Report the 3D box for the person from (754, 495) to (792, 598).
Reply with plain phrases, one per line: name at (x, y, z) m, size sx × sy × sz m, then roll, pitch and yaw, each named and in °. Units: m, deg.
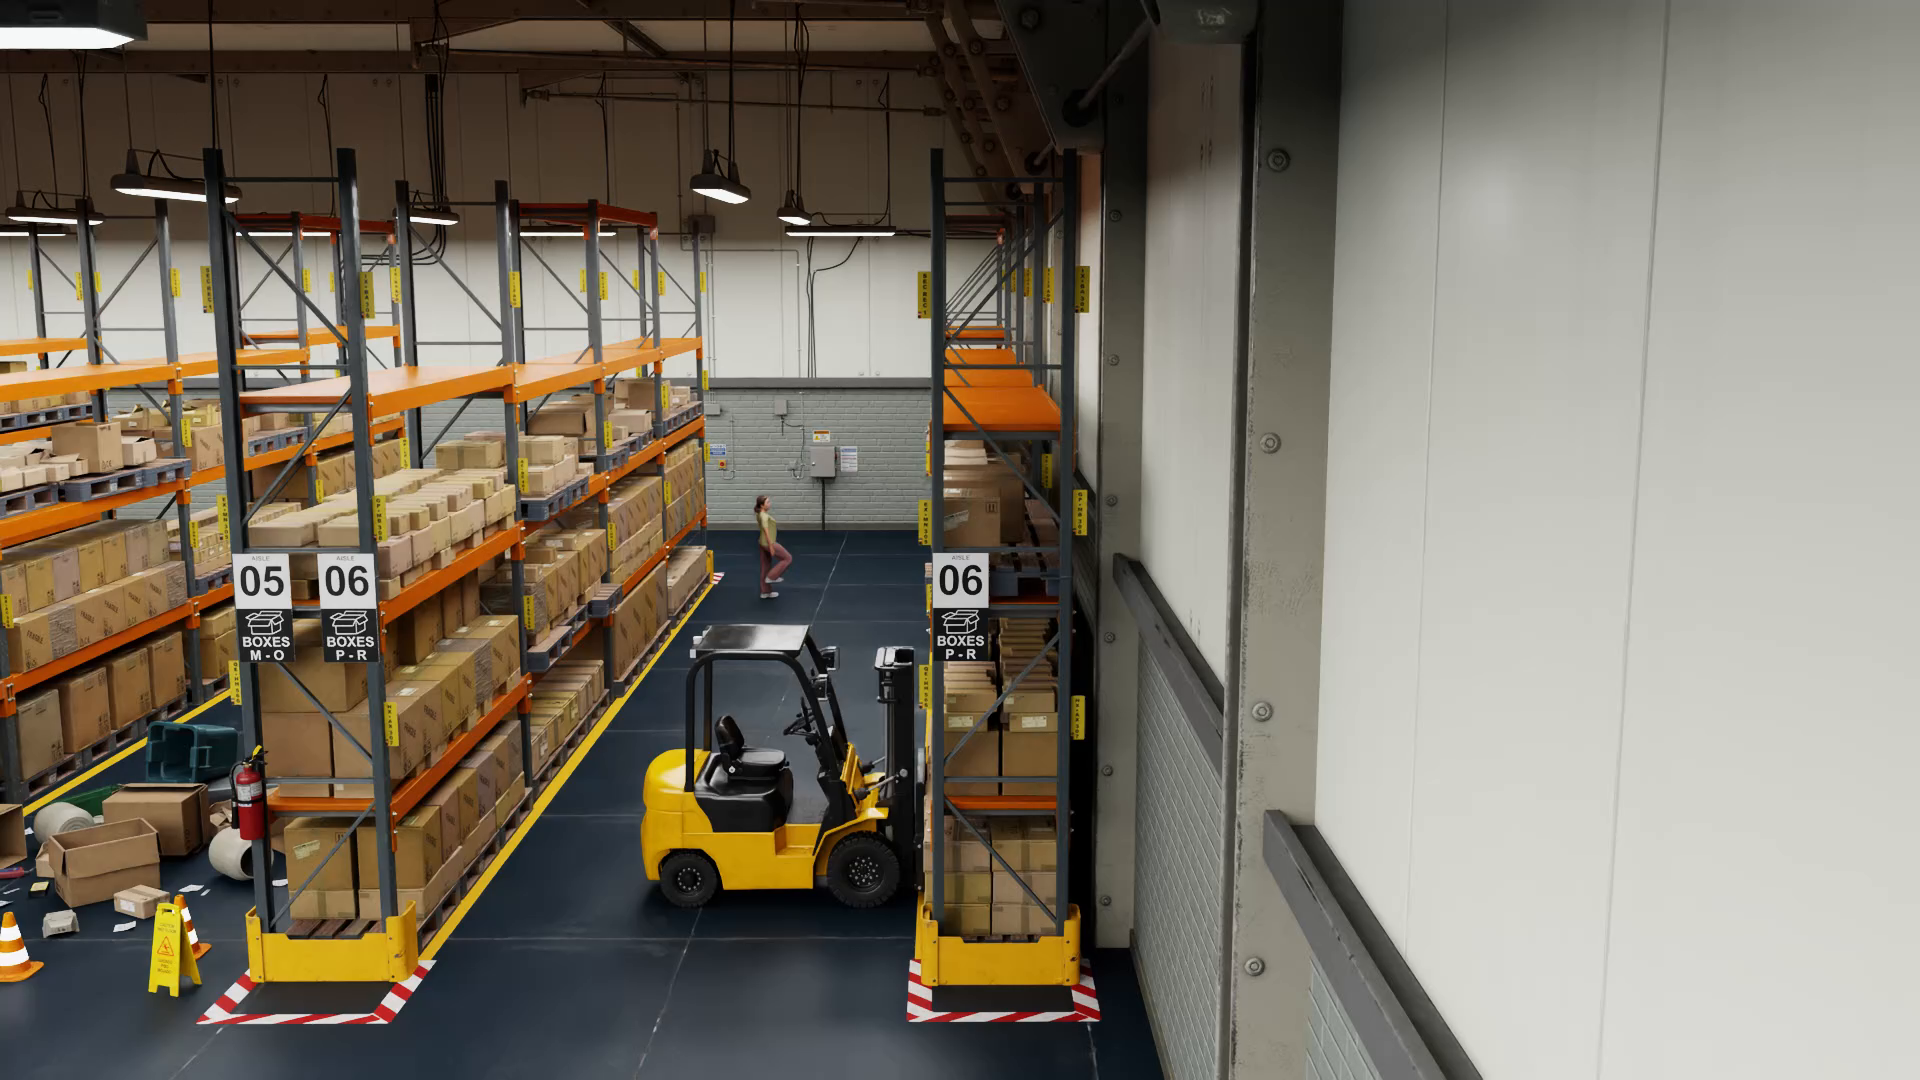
person at (-2.991, 0.112, 26.463) m, size 0.561 × 1.662 × 0.524 m, roll -3°, pitch 10°, yaw -20°
